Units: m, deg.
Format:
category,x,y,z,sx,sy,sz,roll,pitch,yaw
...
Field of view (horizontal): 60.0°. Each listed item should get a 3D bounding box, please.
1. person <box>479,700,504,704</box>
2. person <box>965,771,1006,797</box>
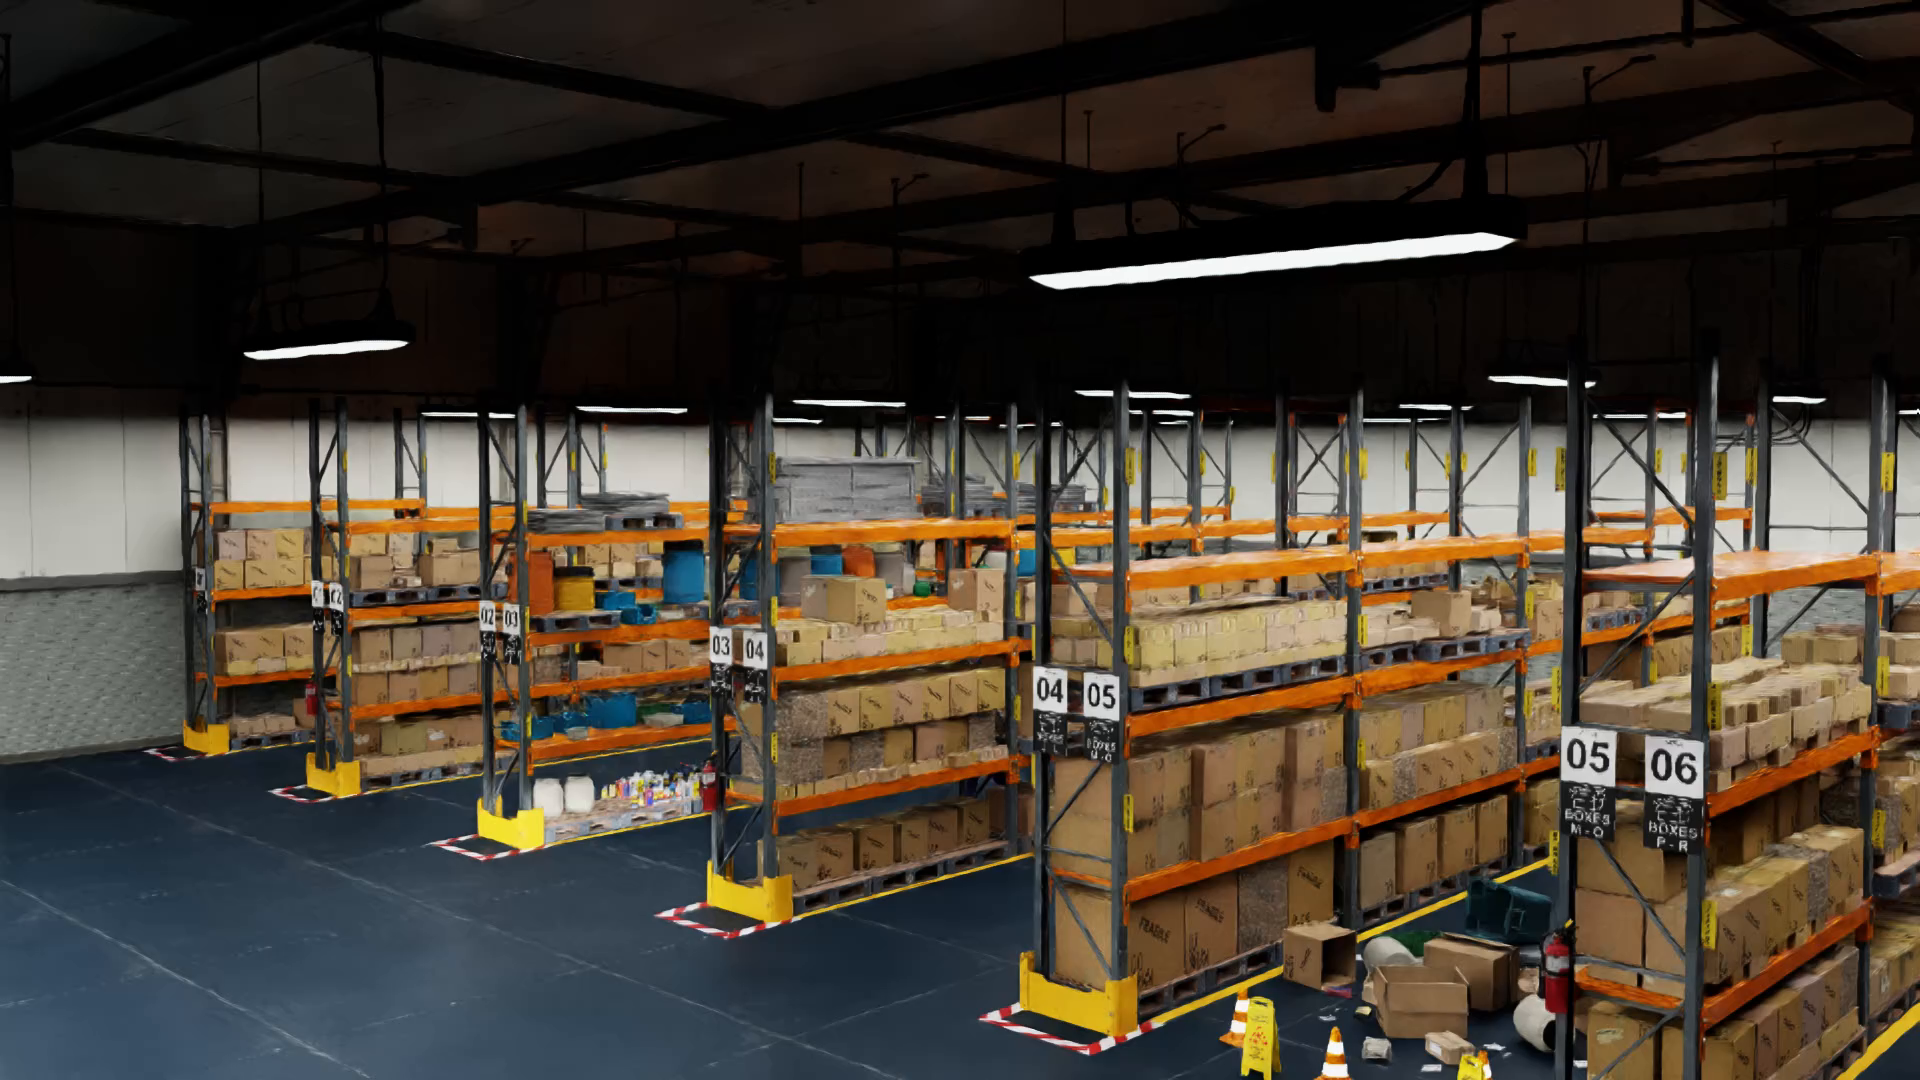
category,x,y,z,sx,sy,sz,roll,pitch,yaw
person,-8.190,2.711,29.332,0.614,1.784,0.490,-1,3,-16
person,0.361,3.100,23.869,0.994,1.577,0.479,-2,4,-37
